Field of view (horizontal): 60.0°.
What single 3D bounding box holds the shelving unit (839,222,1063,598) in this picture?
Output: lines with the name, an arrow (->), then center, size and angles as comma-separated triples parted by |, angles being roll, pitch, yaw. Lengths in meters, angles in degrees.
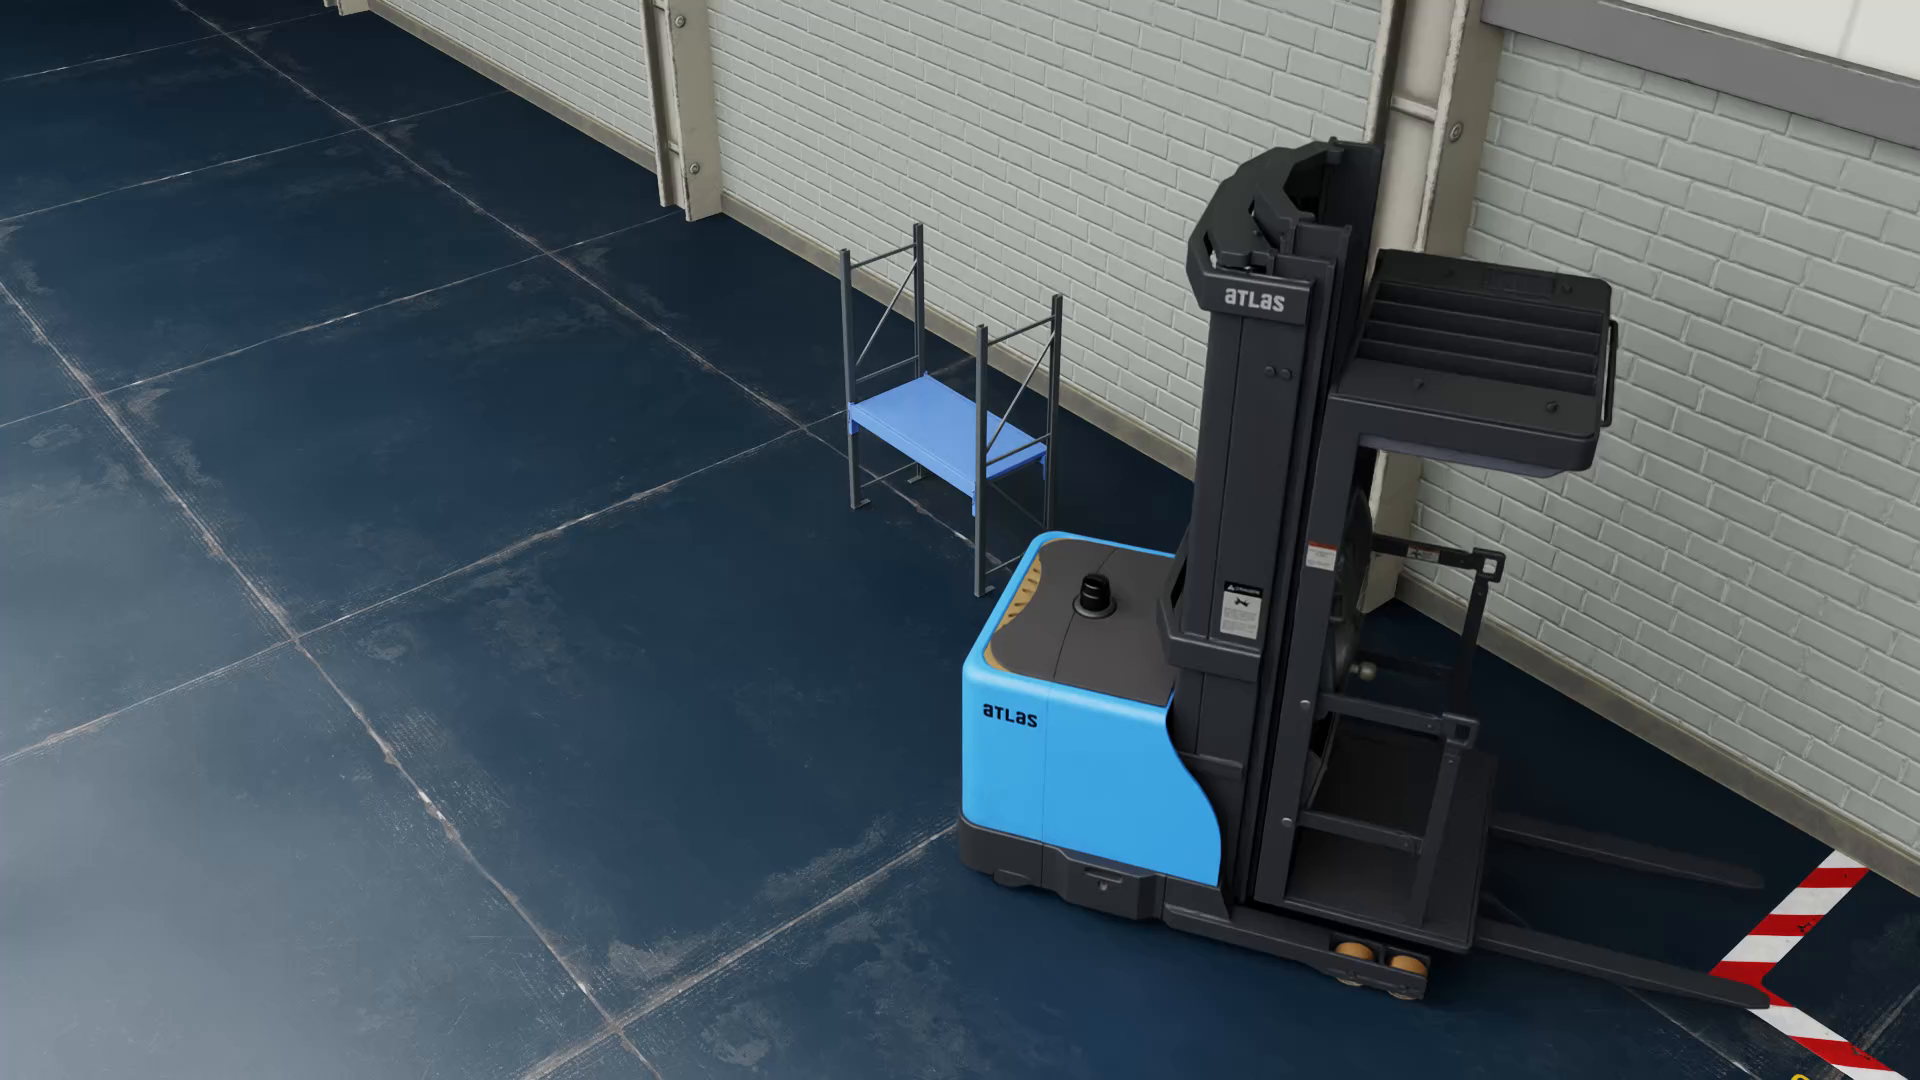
shelving unit -> -0.055, -0.650, 8.271 | 0.538, 1.500, 1.048 | -26, 43, -32

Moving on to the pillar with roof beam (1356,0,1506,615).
pillar with roof beam -> -1.352, -1.829, 3.448 | 9.100, 9.000, 0.400 | -26, 43, -32

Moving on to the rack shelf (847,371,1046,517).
rack shelf -> -0.055, -0.503, 8.375 | 0.538, 0.185, 1.000 | -26, 43, -32

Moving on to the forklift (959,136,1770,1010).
forklift -> 1.567, 0.175, 5.868 | 3.031, 2.935, 1.130 | 12, 37, 16

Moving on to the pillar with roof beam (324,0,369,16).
pillar with roof beam -> -9.096, -7.127, 10.928 | 9.100, 9.000, 0.400 | -26, 43, -32

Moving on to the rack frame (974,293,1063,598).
rack frame -> 0.273, -0.425, 7.954 | 0.500, 1.500, 0.032 | -26, 43, -32

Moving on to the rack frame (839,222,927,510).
rack frame -> -0.383, -0.874, 8.588 | 0.500, 1.500, 0.032 | -26, 43, -32

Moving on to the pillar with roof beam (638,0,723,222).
pillar with roof beam -> -5.224, -4.478, 7.188 | 9.100, 9.000, 0.400 | -26, 43, -32
